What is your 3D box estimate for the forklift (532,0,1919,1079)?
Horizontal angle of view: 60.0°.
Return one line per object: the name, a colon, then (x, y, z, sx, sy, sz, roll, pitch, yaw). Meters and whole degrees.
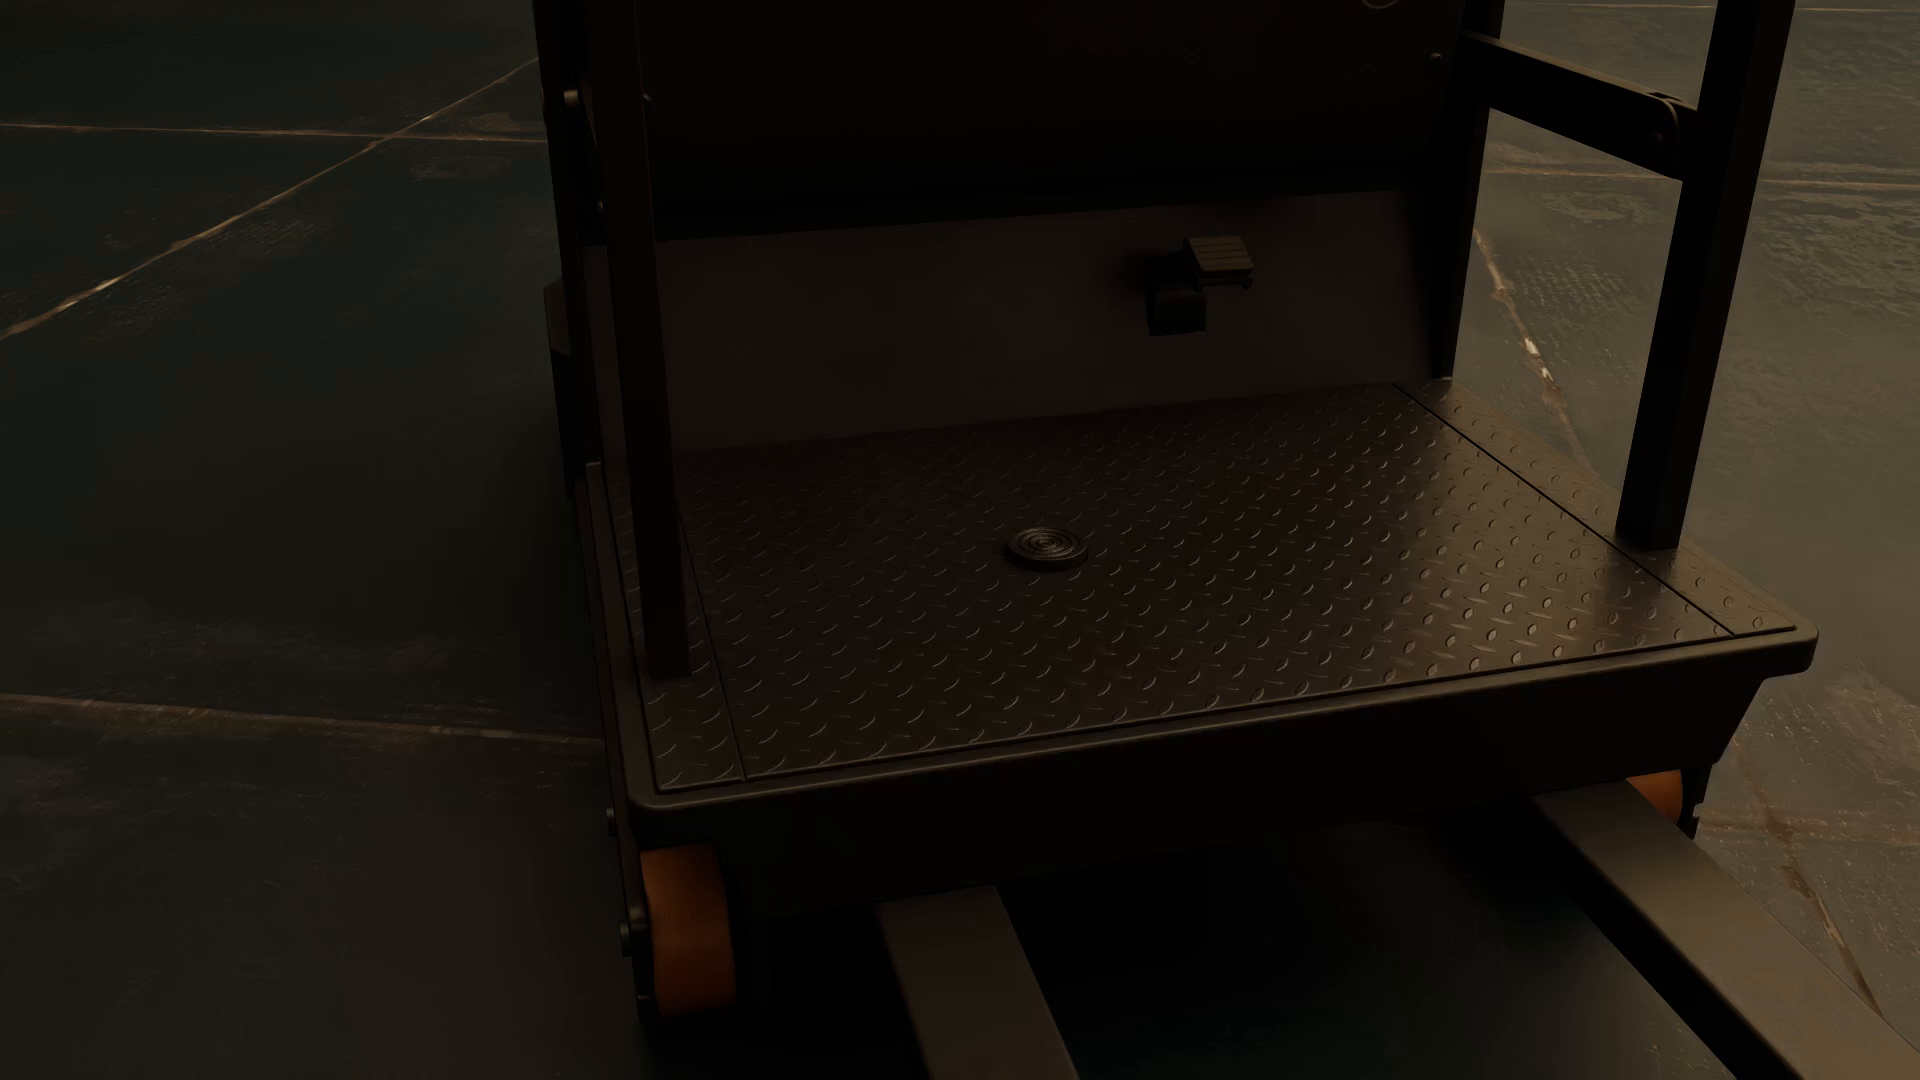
forklift: (0.153, -1.049, 1.319, 1.130, 2.935, 3.031, -7, 27, -13)
